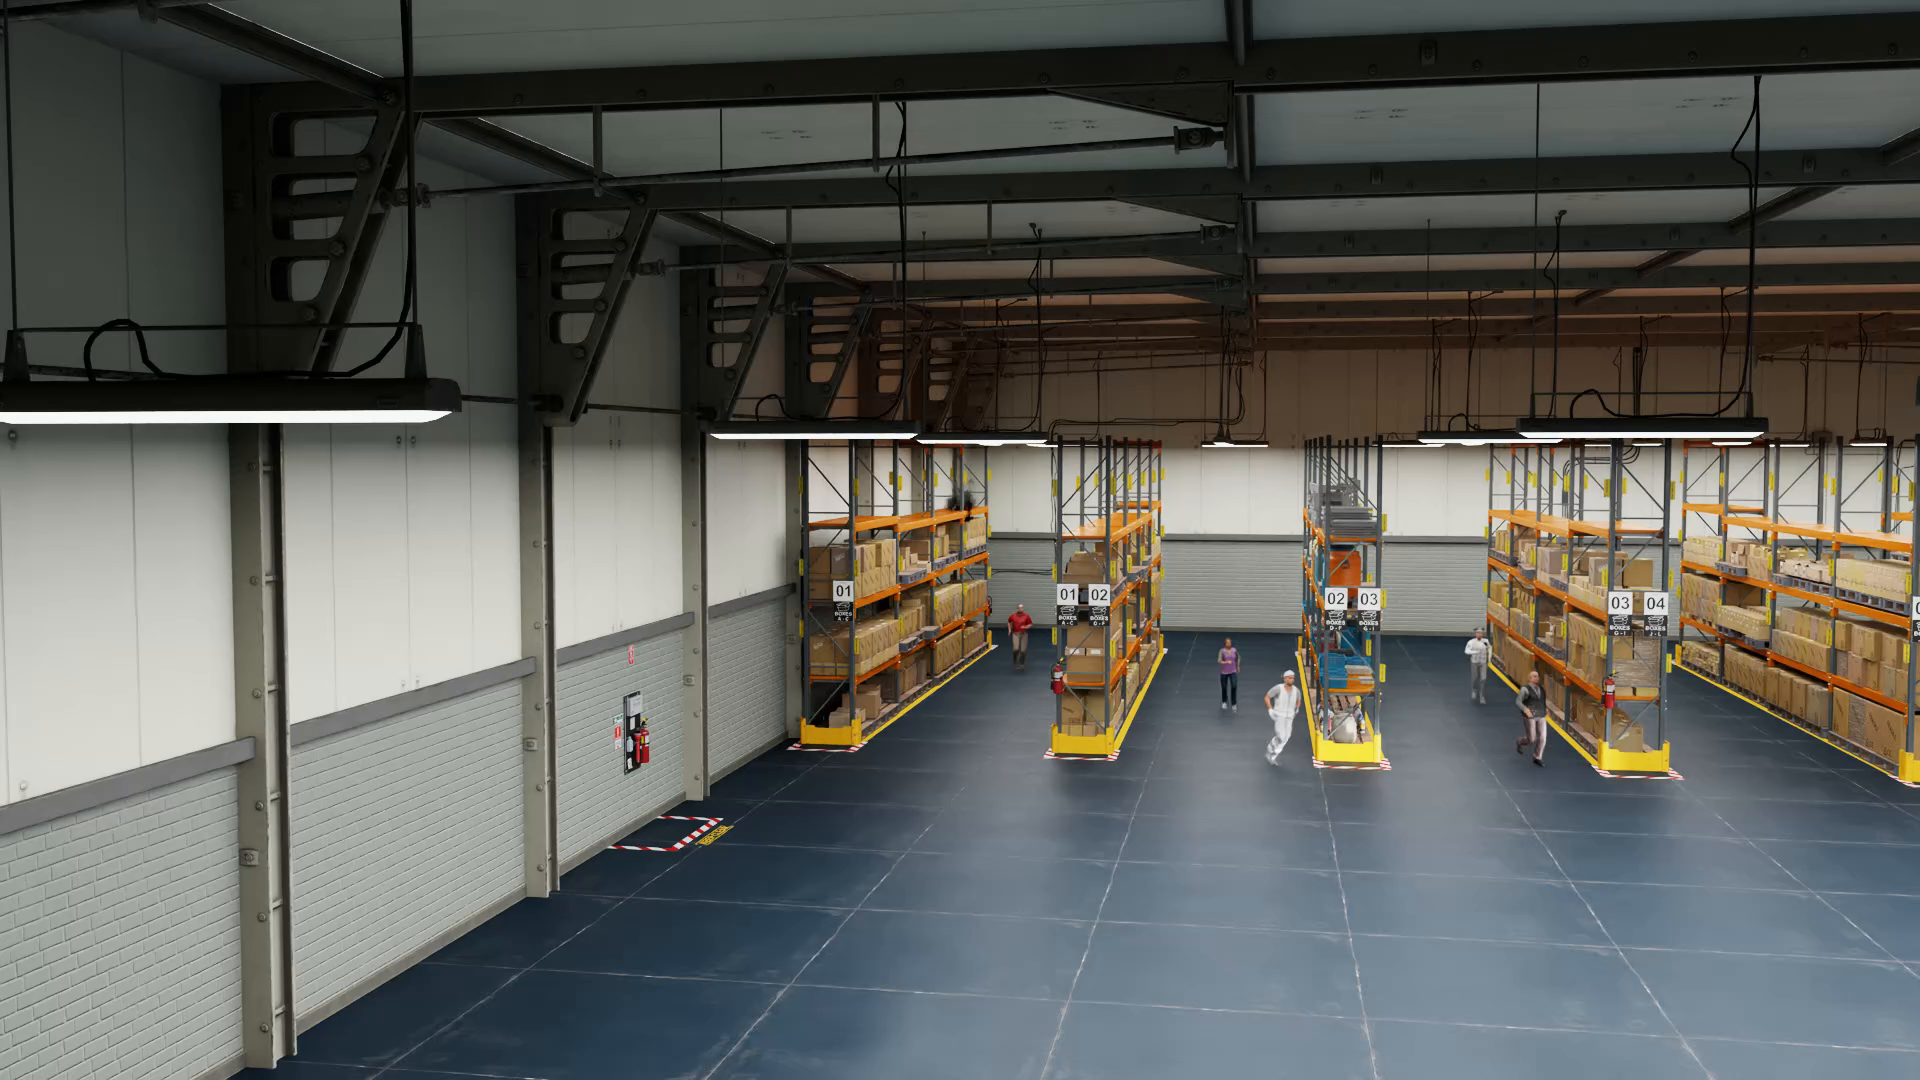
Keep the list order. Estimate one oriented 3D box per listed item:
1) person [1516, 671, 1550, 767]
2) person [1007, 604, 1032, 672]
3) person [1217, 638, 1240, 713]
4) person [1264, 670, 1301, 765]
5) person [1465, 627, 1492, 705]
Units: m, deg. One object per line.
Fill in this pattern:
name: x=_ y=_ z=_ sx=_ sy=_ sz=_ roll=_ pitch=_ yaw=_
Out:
person: x=10.466 y=3.242 z=30.376 sx=0.671 sy=1.699 sz=0.748 roll=-1 pitch=3 yaw=-12
person: x=1.549 y=2.529 z=43.025 sx=0.636 sy=1.745 sz=0.713 roll=0 pitch=3 yaw=0
person: x=5.890 y=2.956 z=36.410 sx=0.520 sy=1.643 sz=0.699 roll=0 pitch=3 yaw=3
person: x=5.925 y=3.229 z=30.224 sx=0.661 sy=1.710 sz=0.543 roll=-1 pitch=3 yaw=-18
person: x=11.762 y=2.826 z=37.730 sx=0.612 sy=1.747 sz=0.805 roll=1 pitch=3 yaw=11
